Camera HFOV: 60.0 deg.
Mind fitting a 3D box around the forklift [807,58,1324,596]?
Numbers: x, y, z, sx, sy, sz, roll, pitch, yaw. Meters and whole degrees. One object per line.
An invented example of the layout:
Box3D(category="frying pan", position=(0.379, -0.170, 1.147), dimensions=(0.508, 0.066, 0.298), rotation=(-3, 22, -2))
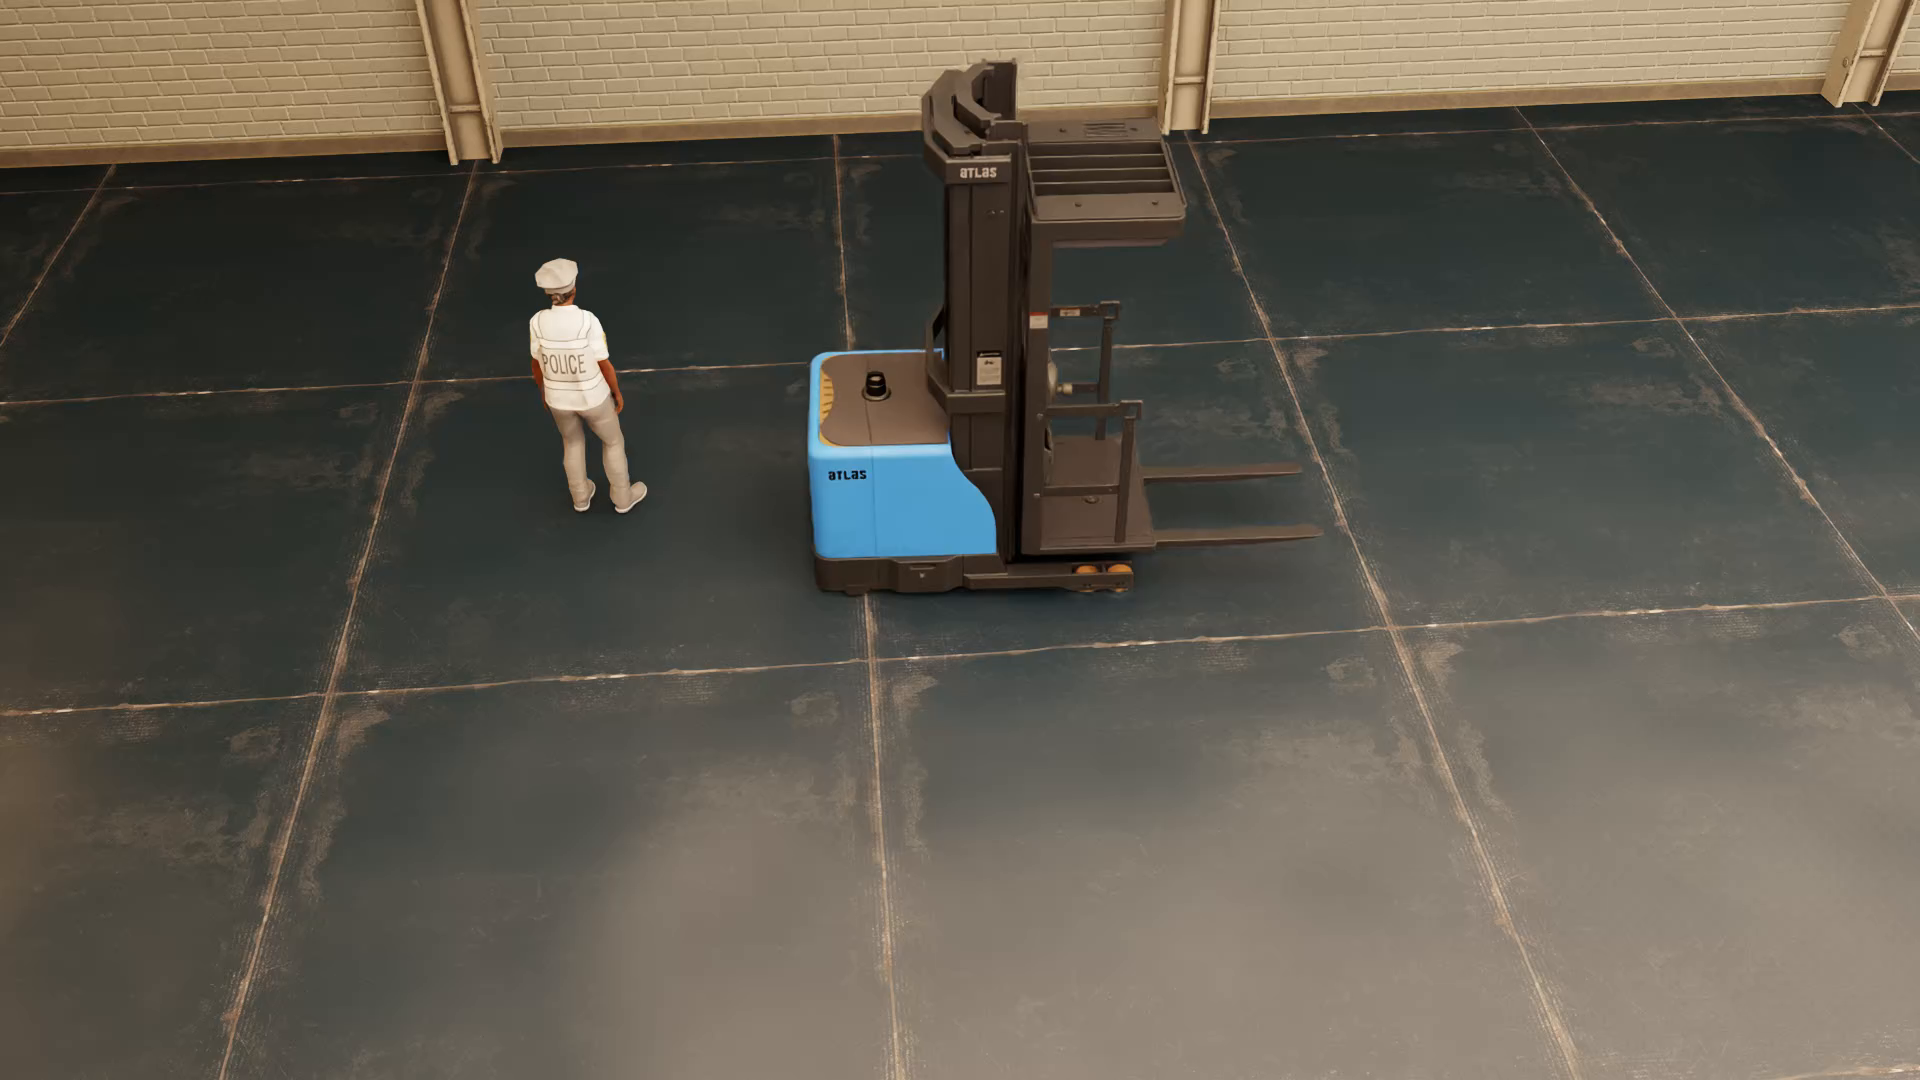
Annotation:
Box3D(category="forklift", position=(0.636, -1.146, 9.278), dimensions=(3.031, 2.935, 1.130), rotation=(-2, 41, -2))

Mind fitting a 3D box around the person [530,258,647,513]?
Box3D(category="person", position=(-2.255, -0.869, 9.935), dimensions=(0.528, 1.658, 0.395), rotation=(3, 41, 4))
